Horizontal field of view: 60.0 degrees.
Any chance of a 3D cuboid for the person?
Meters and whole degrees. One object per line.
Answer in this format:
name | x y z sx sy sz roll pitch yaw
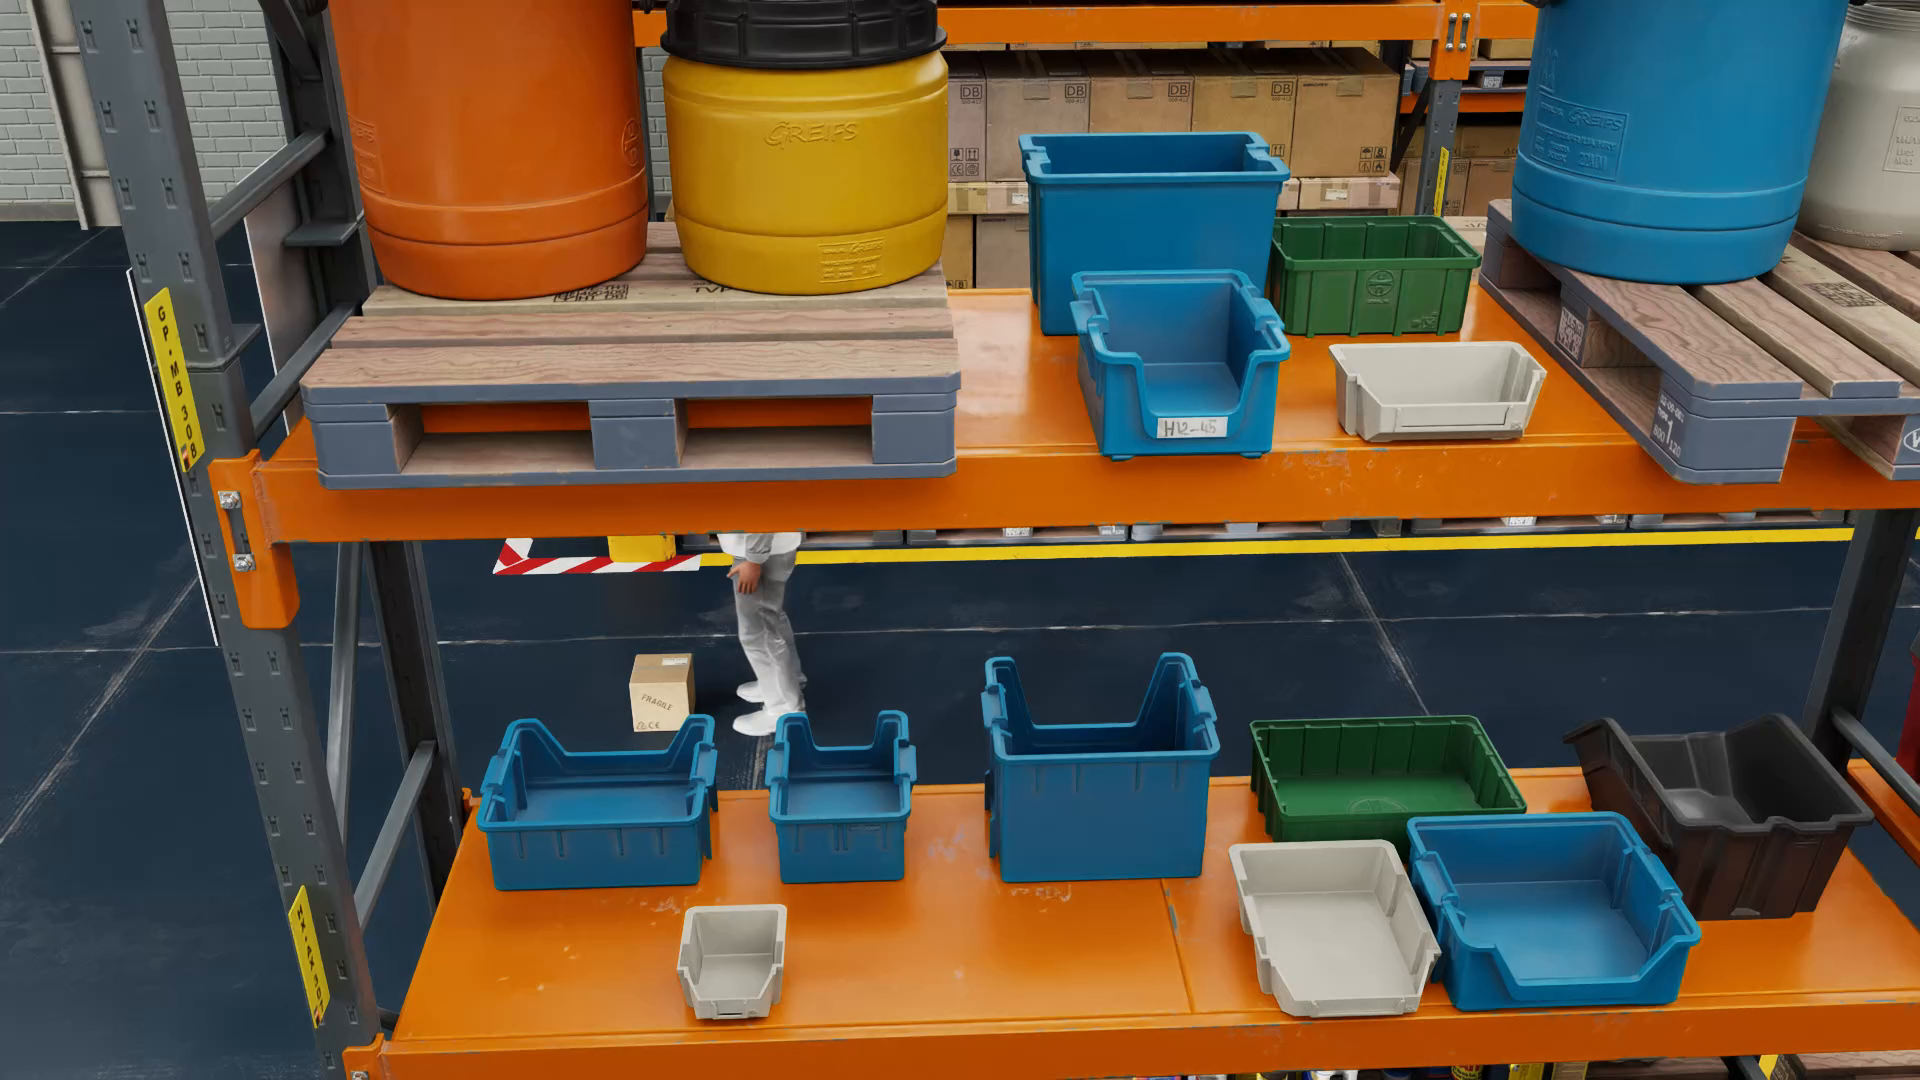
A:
person | -0.948 0.249 7.193 0.842 1.240 0.578 -1 27 -3
